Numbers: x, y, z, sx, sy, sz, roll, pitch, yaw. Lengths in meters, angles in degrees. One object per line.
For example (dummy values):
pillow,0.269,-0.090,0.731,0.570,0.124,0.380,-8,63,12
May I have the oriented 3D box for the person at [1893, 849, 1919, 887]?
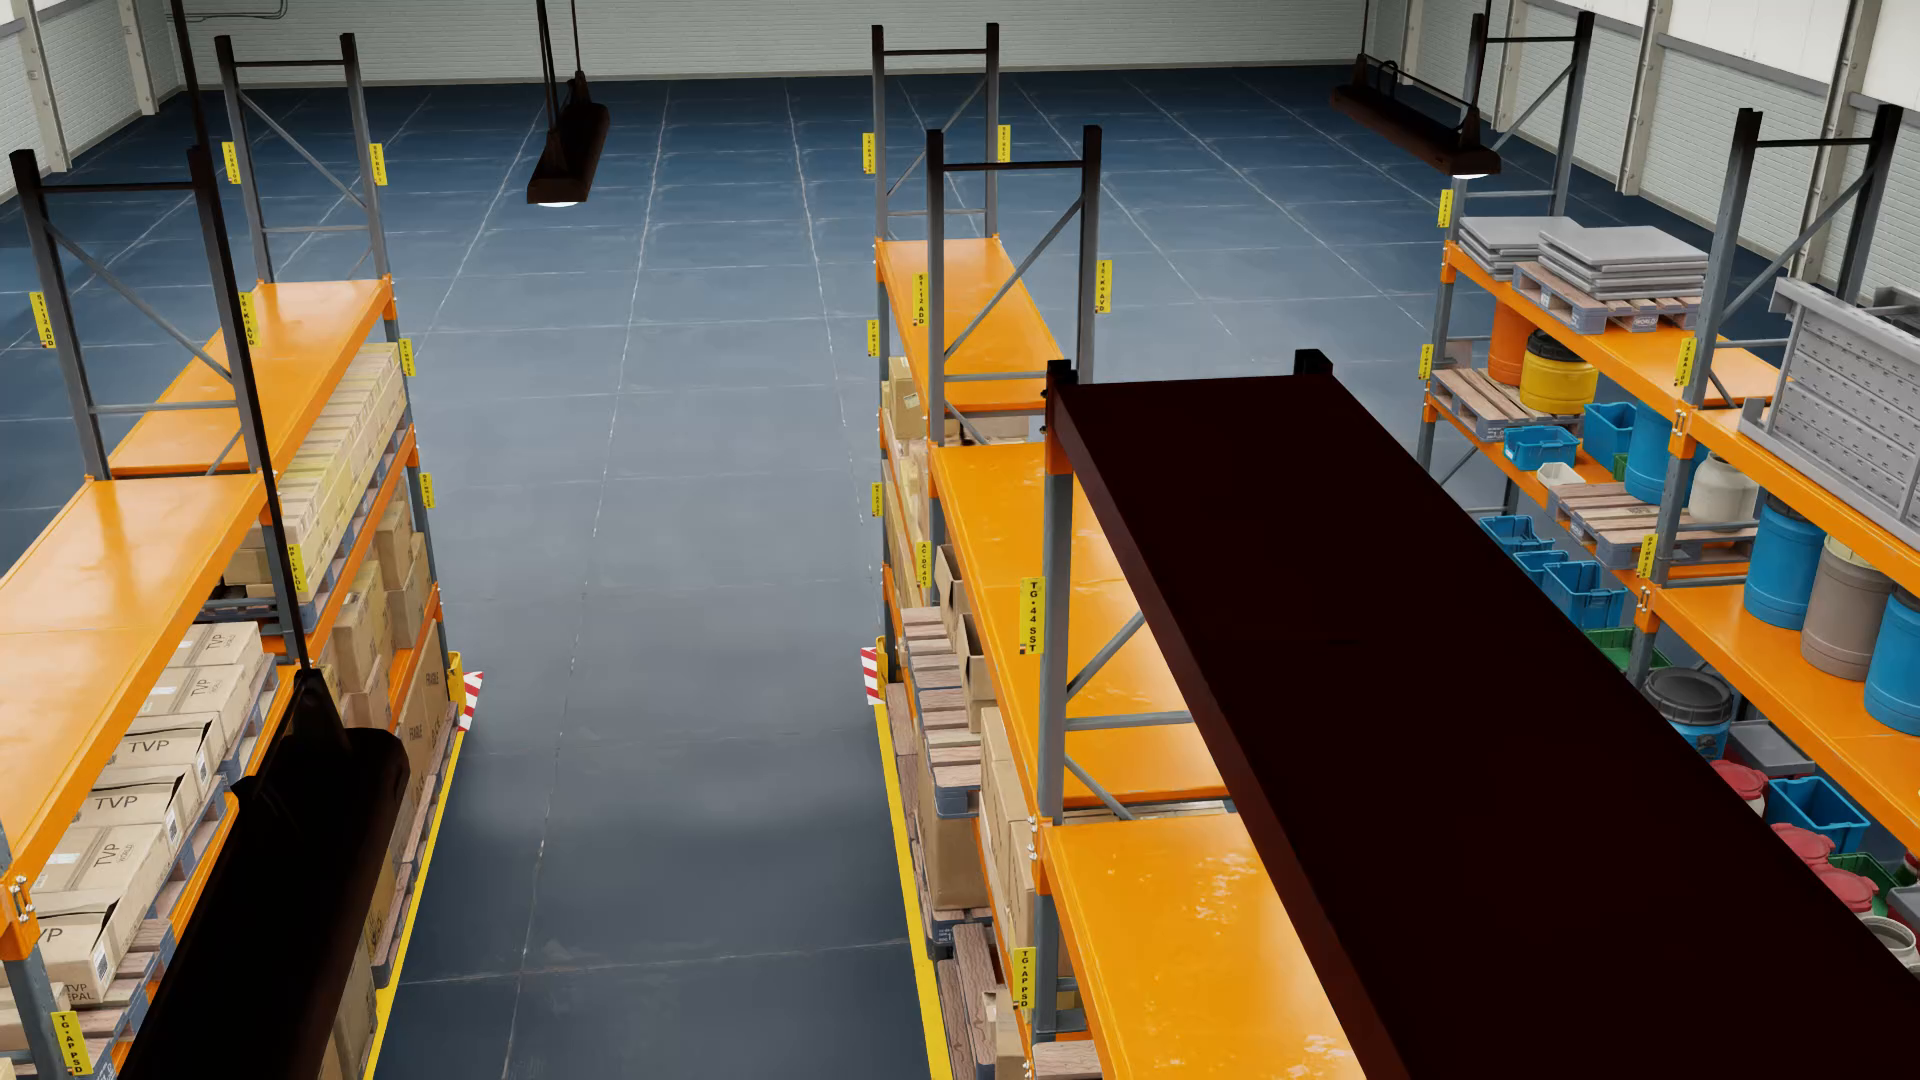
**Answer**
person,6.785,2.300,11.651,0.562,1.827,0.610,-7,26,-15
